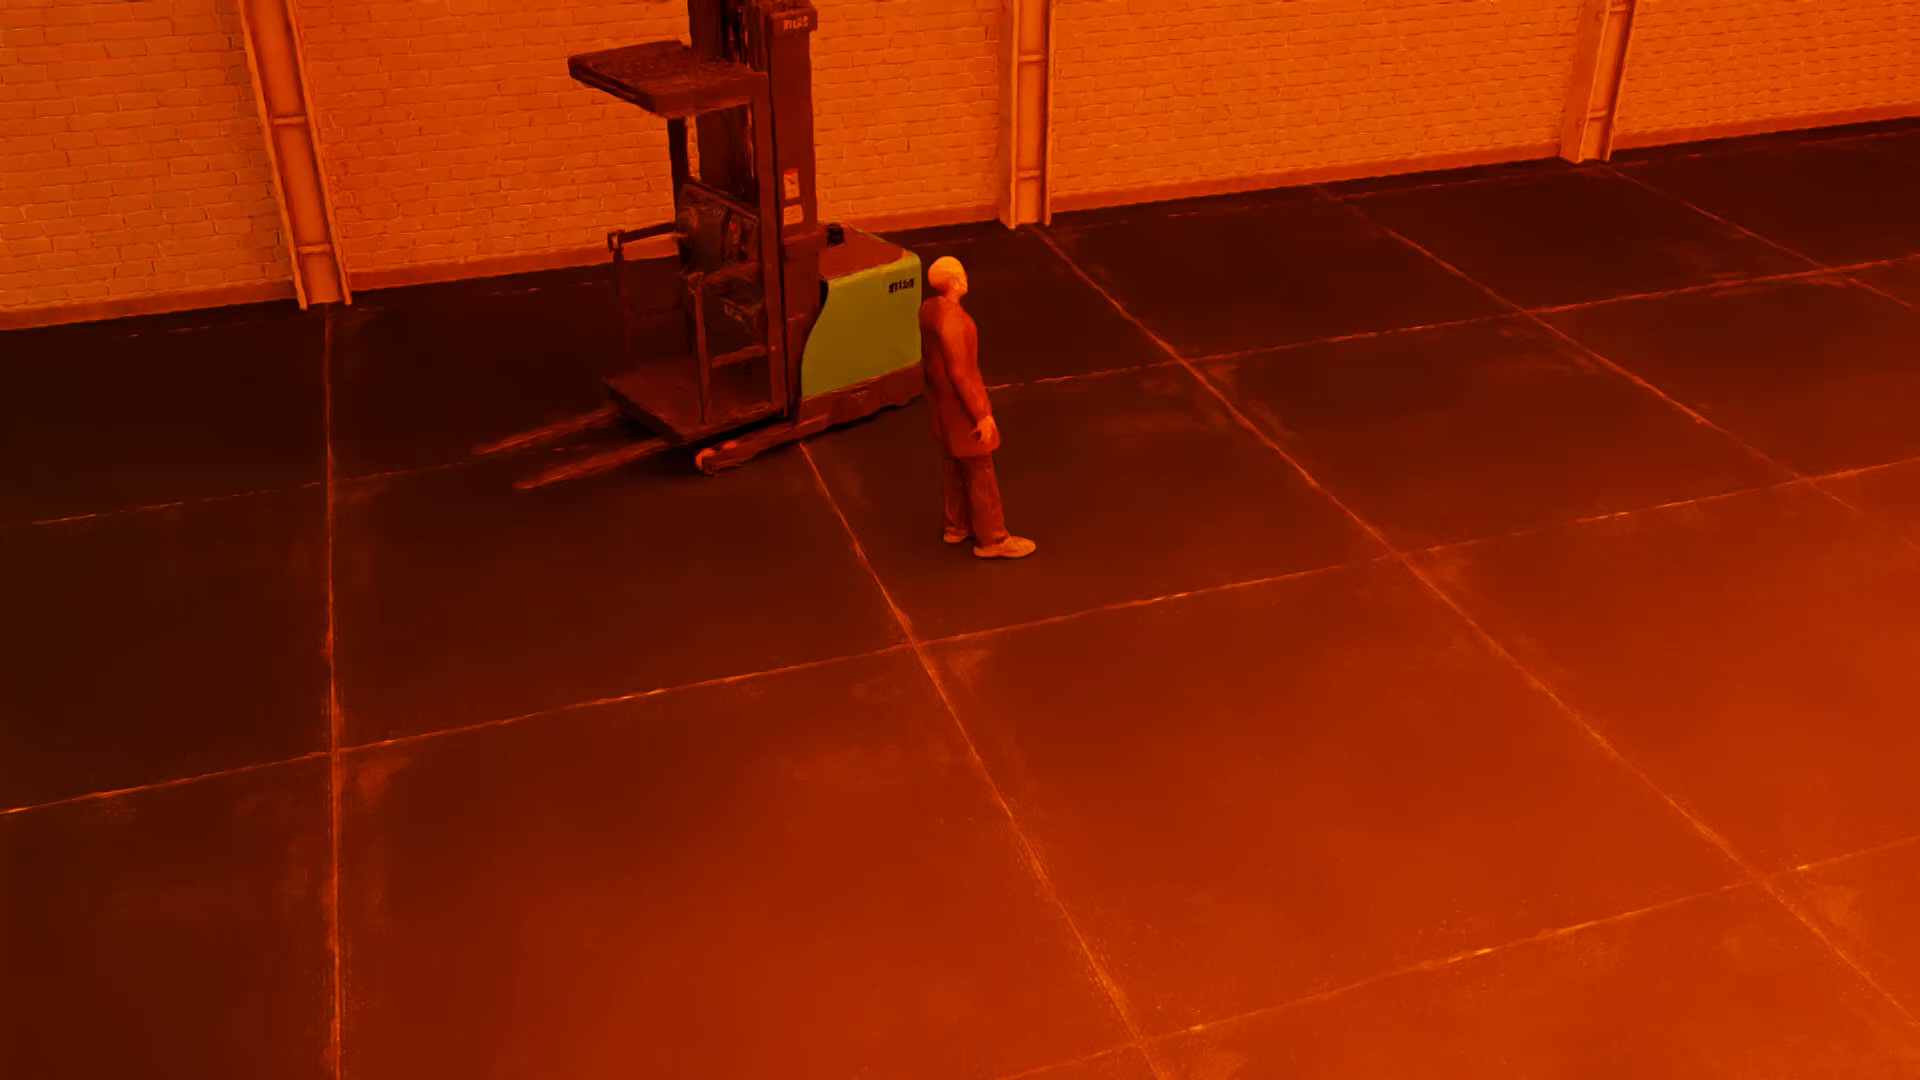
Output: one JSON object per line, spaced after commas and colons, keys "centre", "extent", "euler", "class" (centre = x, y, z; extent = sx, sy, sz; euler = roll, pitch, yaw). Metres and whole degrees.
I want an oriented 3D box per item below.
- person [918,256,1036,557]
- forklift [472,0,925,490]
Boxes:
{"centre": [0.088, -0.789, 9.601], "extent": [0.580, 1.776, 0.694], "euler": [-10, 31, -16], "class": "person"}
{"centre": [-1.716, -1.988, 10.542], "extent": [3.031, 2.935, 1.130], "euler": [-22, 36, -33], "class": "forklift"}
